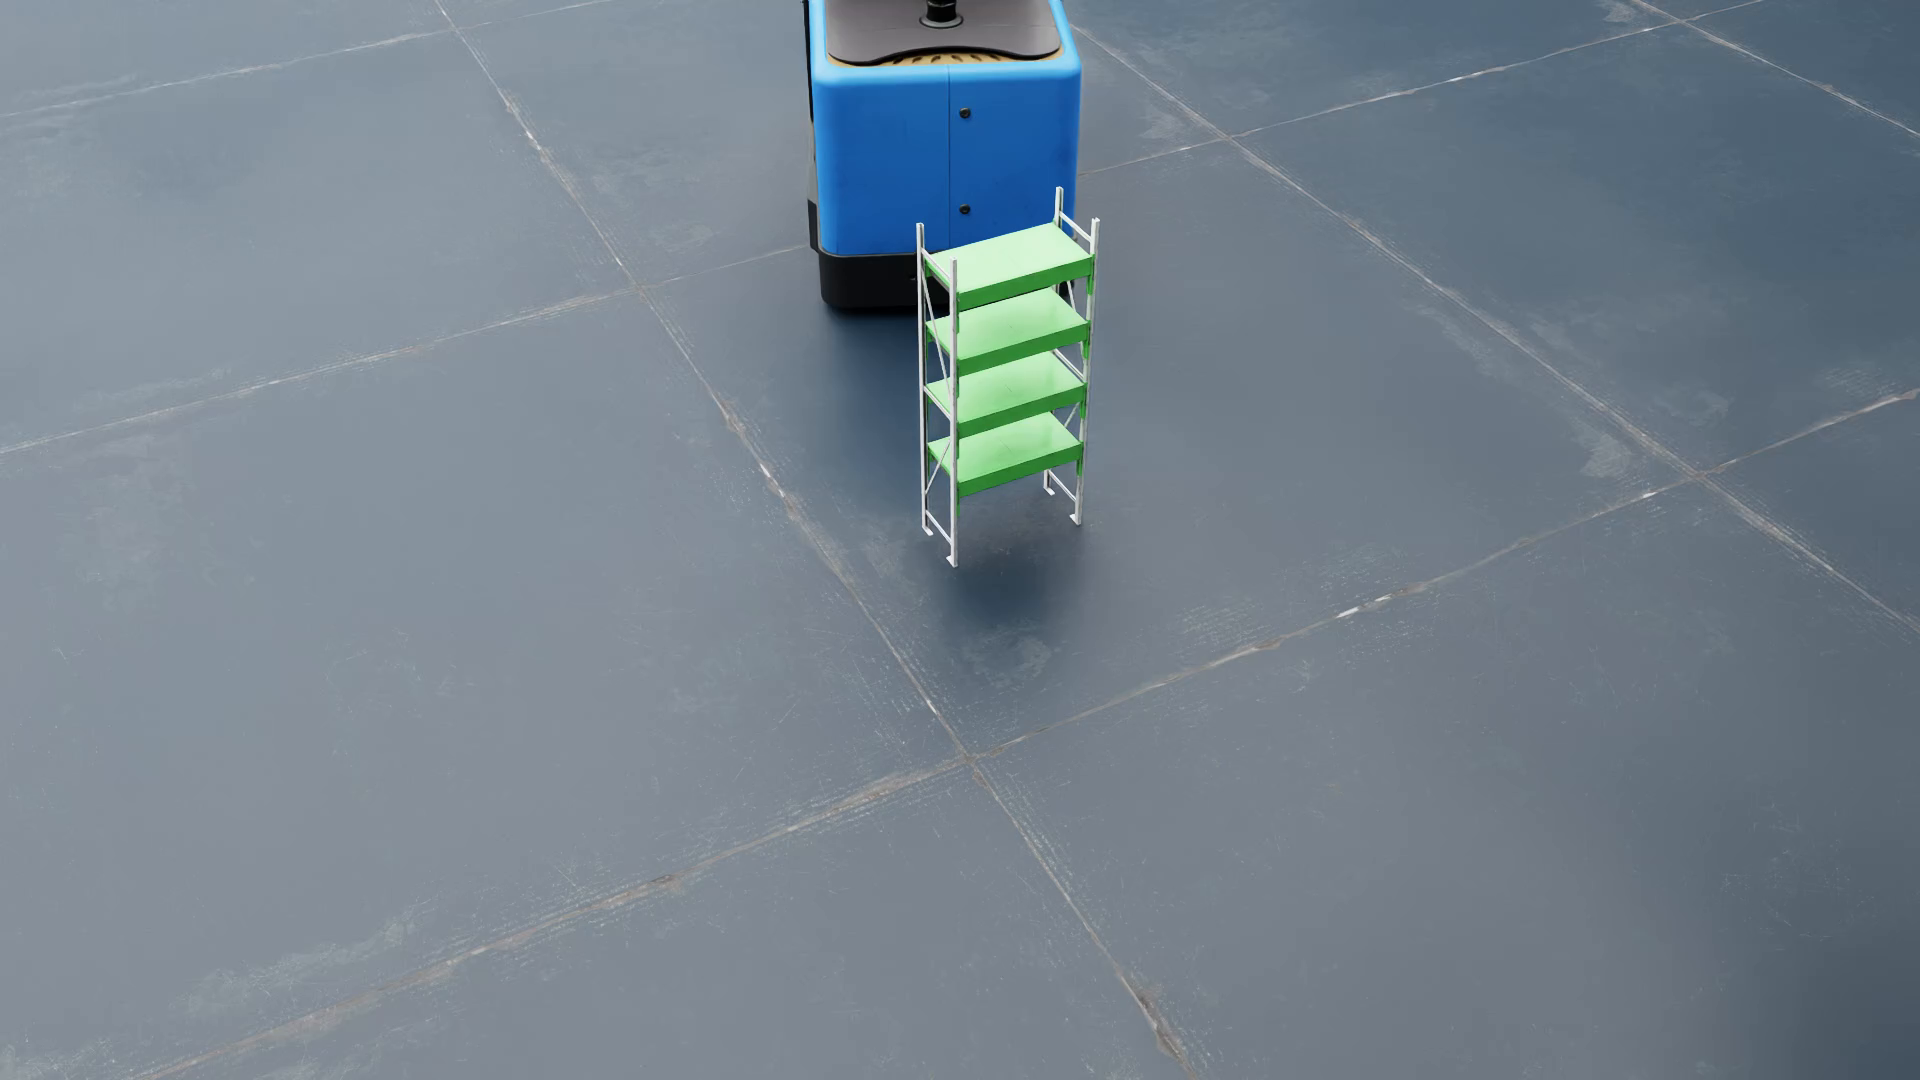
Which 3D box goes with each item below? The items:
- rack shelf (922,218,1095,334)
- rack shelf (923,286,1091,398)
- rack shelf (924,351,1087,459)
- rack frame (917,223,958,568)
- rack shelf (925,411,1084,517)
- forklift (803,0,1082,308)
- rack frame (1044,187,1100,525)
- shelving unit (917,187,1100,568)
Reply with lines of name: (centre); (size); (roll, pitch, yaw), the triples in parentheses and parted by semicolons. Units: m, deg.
rack shelf: (0.147, -0.825, 5.168); (0.480, 0.148, 0.258); (-19, 44, -21)
rack shelf: (0.147, -0.642, 5.323); (0.480, 0.148, 0.258); (-19, 44, -21)
rack shelf: (0.147, -0.459, 5.478); (0.480, 0.148, 0.258); (-19, 44, -21)
rack frame: (-0.070, -0.435, 5.351); (0.015, 1.200, 0.240); (-19, 44, -21)
rack shelf: (0.147, -0.275, 5.633); (0.480, 0.148, 0.258); (-19, 44, -21)
forklift: (-0.163, -3.004, 7.046); (1.130, 2.935, 3.031); (-3, 40, -4)
rack frame: (0.363, -0.580, 5.523); (0.015, 1.200, 0.240); (-19, 44, -21)
shelving unit: (0.147, -0.507, 5.437); (0.503, 1.200, 0.258); (-19, 44, -21)
